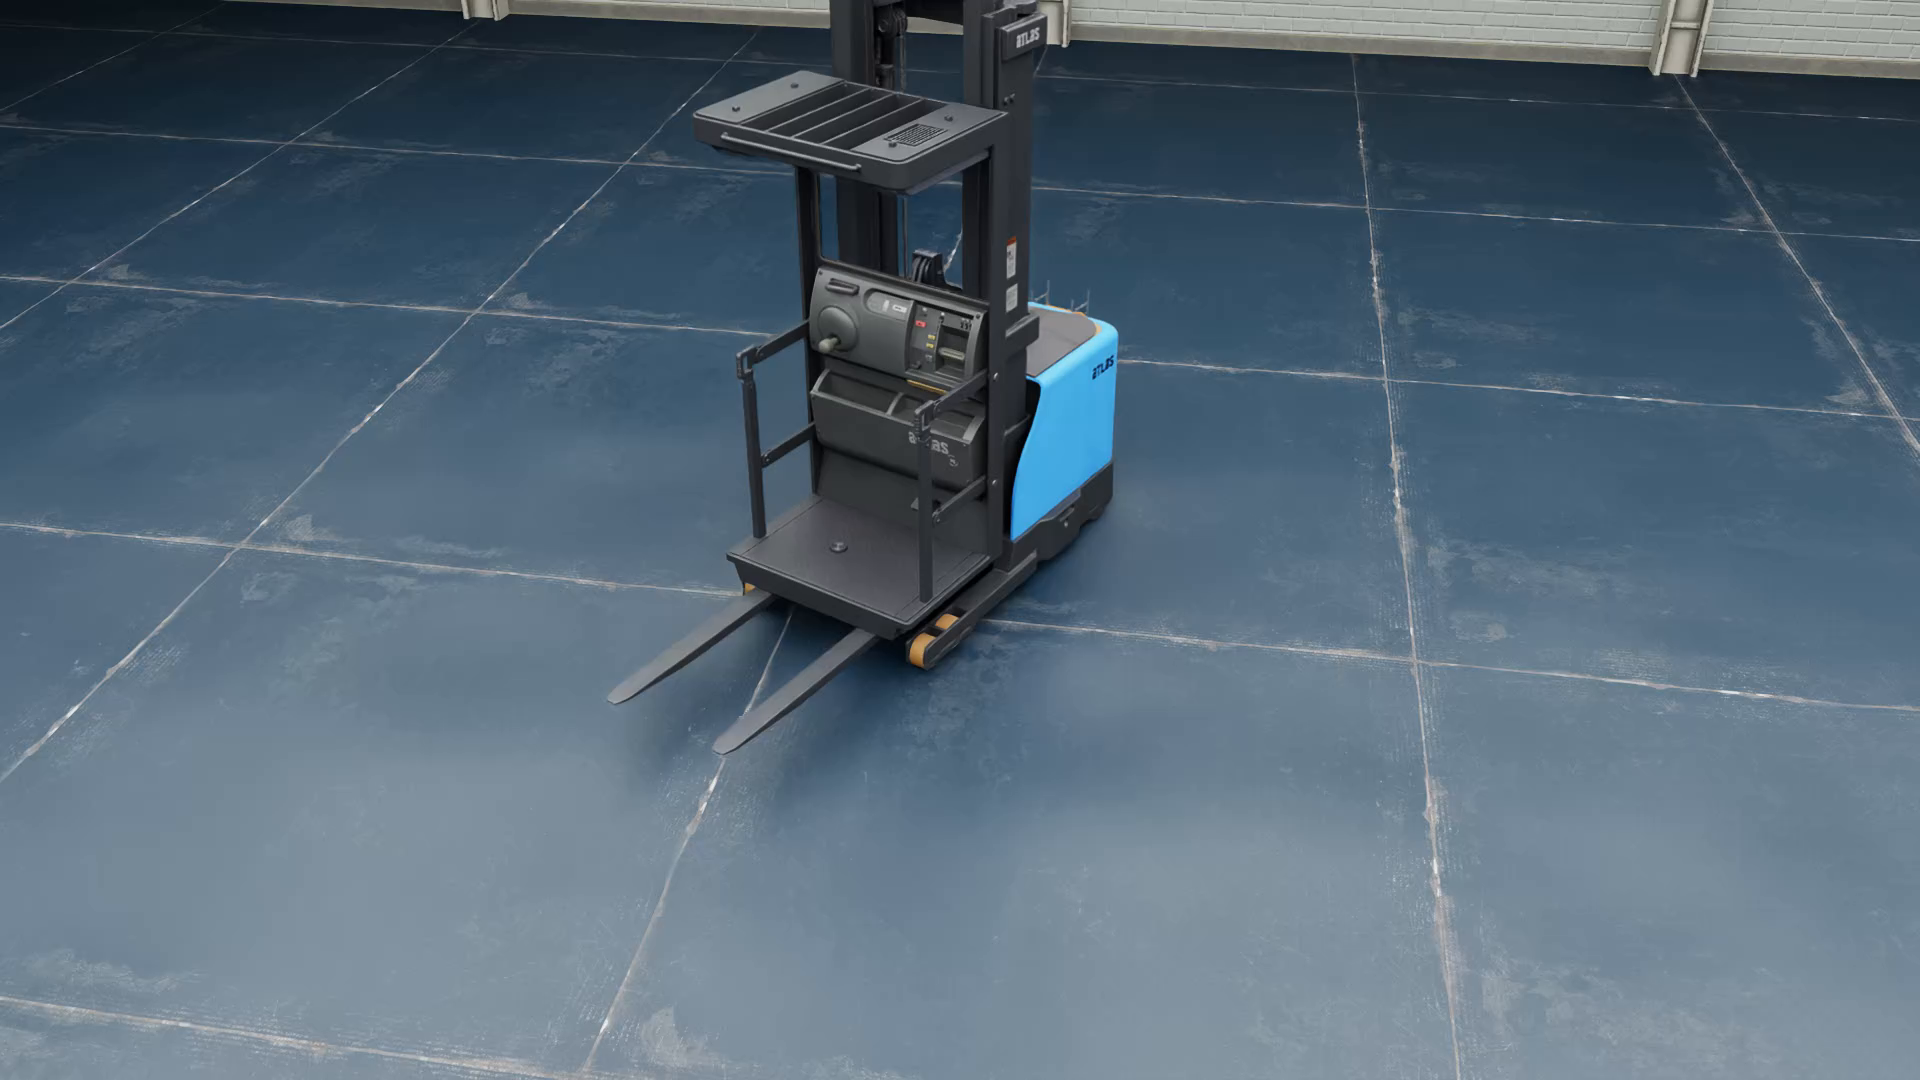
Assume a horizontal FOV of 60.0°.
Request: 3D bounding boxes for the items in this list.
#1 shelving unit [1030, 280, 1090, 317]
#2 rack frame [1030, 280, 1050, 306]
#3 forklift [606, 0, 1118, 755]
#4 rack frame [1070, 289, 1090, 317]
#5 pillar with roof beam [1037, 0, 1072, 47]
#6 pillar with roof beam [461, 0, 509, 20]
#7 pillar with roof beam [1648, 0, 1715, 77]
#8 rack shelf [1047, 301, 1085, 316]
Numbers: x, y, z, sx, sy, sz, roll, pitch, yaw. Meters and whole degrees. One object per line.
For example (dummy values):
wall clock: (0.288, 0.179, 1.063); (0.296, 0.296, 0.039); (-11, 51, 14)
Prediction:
shelving unit: (0.516, -0.877, 9.148); (0.252, 1.050, 0.215); (18, 32, 26)
rack frame: (0.411, -0.911, 9.202); (0.008, 1.050, 0.200); (18, 32, 26)
forklift: (-0.417, -0.927, 7.468); (1.130, 2.935, 3.031); (20, 37, 28)
rack frame: (0.620, -0.844, 9.095); (0.008, 1.050, 0.200); (18, 32, 26)
pillar with roof beam: (0.177, -6.585, 10.789); (0.400, 9.000, 9.100); (5, 32, 8)
pillar with roof beam: (-5.737, -7.121, 11.645); (0.400, 9.000, 9.100); (5, 32, 8)
pillar with roof beam: (6.091, -6.050, 9.934); (0.400, 9.000, 9.100); (5, 32, 8)
rack shelf: (0.526, -1.118, 9.019); (0.240, 0.259, 0.215); (18, 32, 26)
